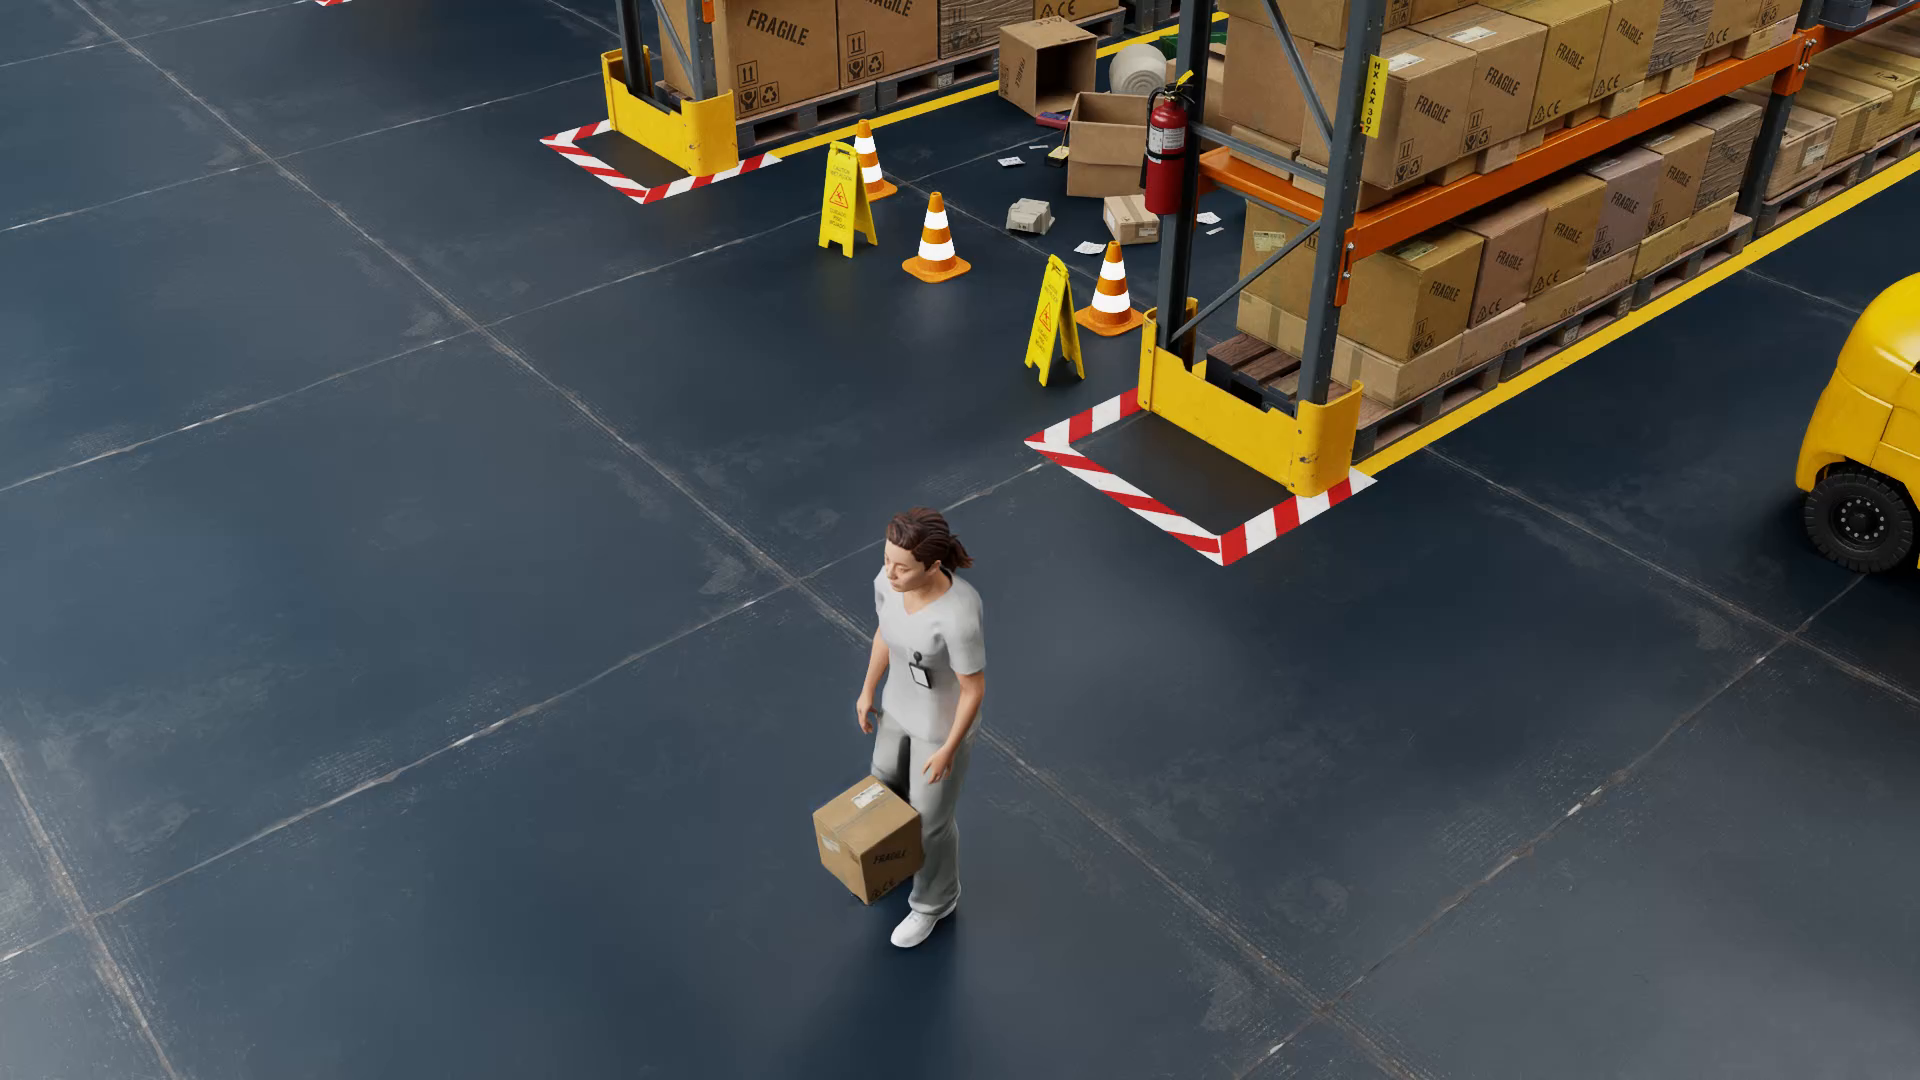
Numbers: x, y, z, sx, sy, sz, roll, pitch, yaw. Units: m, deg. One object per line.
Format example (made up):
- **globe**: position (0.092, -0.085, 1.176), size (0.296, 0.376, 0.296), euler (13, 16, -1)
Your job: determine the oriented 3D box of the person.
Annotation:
- **person**: position (-0.140, 0.591, 5.334), size (0.415, 1.675, 0.476), euler (-28, 44, -33)
